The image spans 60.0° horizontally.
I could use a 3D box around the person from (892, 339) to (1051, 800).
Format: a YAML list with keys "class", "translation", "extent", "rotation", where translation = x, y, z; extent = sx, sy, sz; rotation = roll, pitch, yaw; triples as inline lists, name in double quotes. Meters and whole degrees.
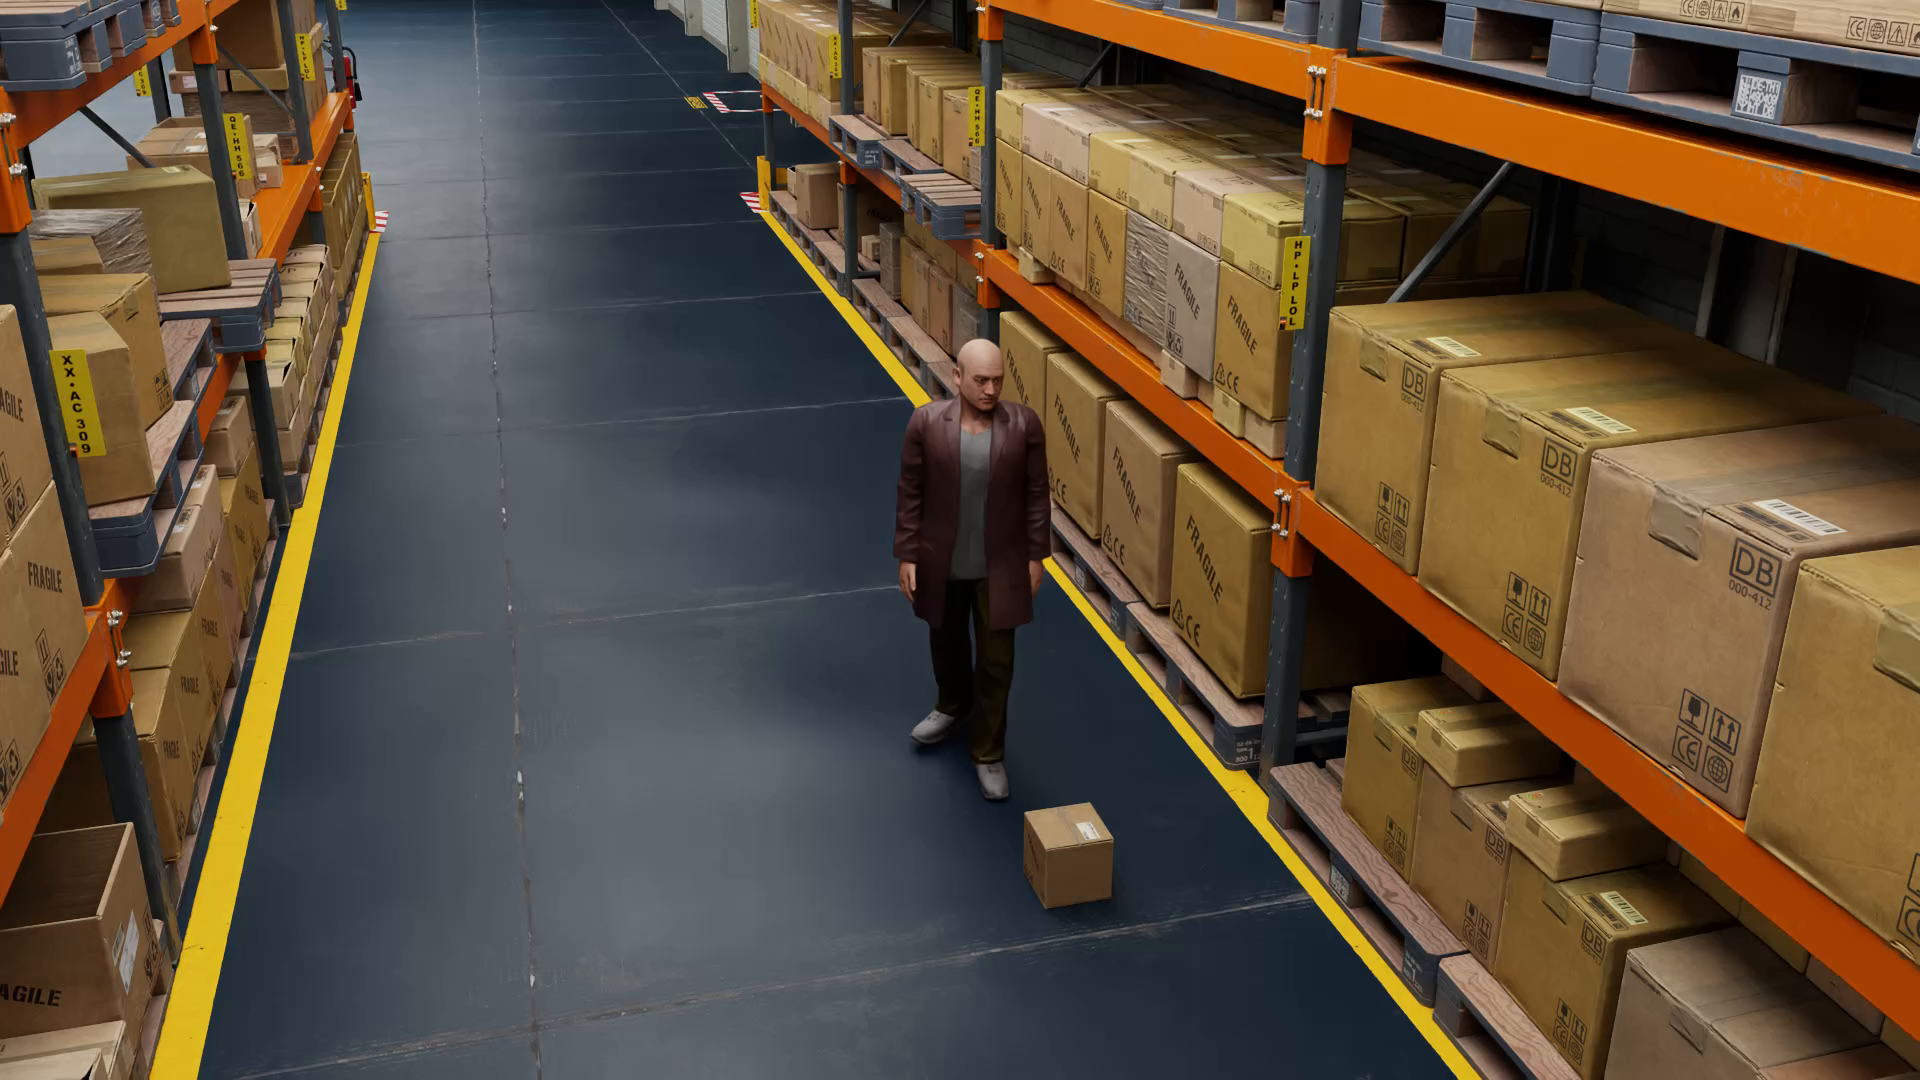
- class: "person"
  translation: [0.045, 0.075, 6.423]
  extent: [0.608, 1.777, 0.678]
  rotation: [2, 23, 4]
